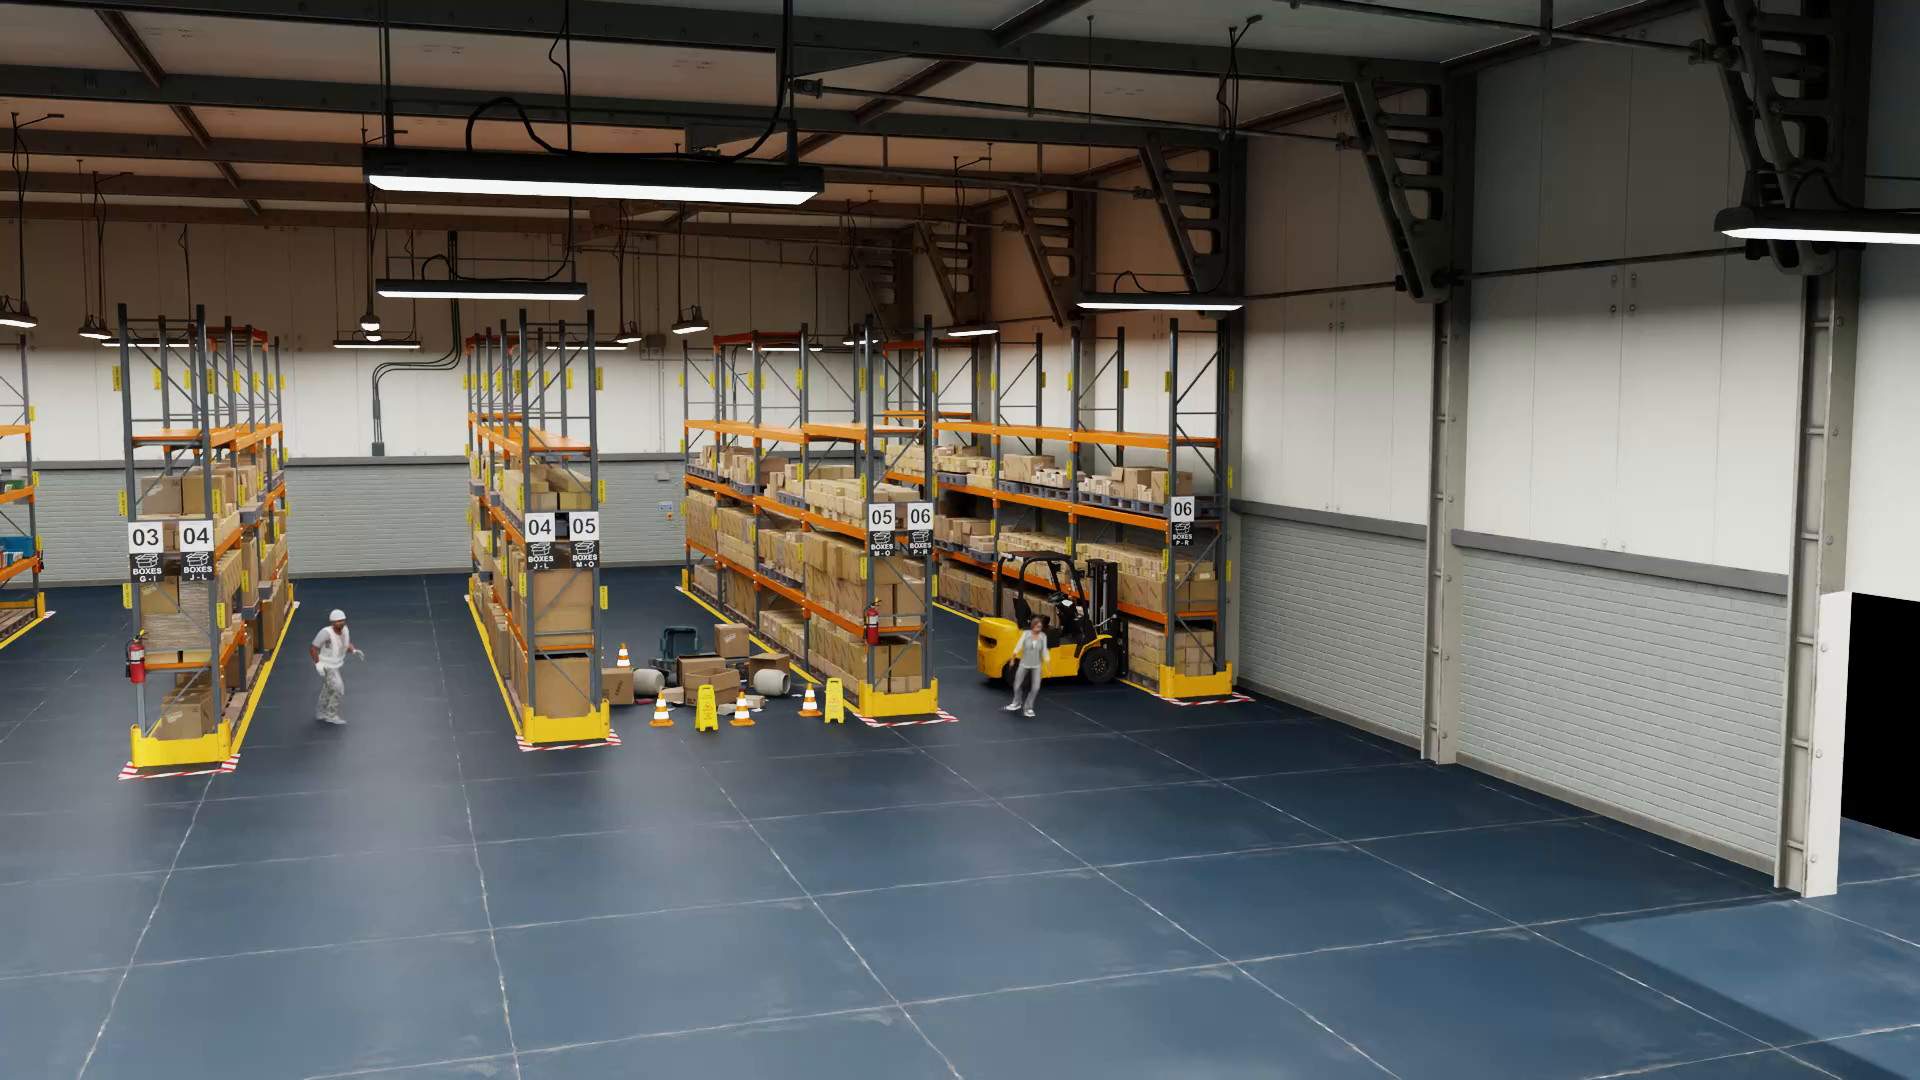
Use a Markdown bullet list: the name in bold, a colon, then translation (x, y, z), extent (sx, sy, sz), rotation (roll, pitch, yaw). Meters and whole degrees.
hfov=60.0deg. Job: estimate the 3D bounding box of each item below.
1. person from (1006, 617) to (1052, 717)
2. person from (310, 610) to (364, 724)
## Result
- **person**: translation (1.034, 1.882, 24.906), extent (0.671, 1.527, 0.588), rotation (0, 5, -2)
- **person**: translation (-9.170, 1.858, 24.418), extent (0.832, 1.720, 0.686), rotation (1, 5, 5)
